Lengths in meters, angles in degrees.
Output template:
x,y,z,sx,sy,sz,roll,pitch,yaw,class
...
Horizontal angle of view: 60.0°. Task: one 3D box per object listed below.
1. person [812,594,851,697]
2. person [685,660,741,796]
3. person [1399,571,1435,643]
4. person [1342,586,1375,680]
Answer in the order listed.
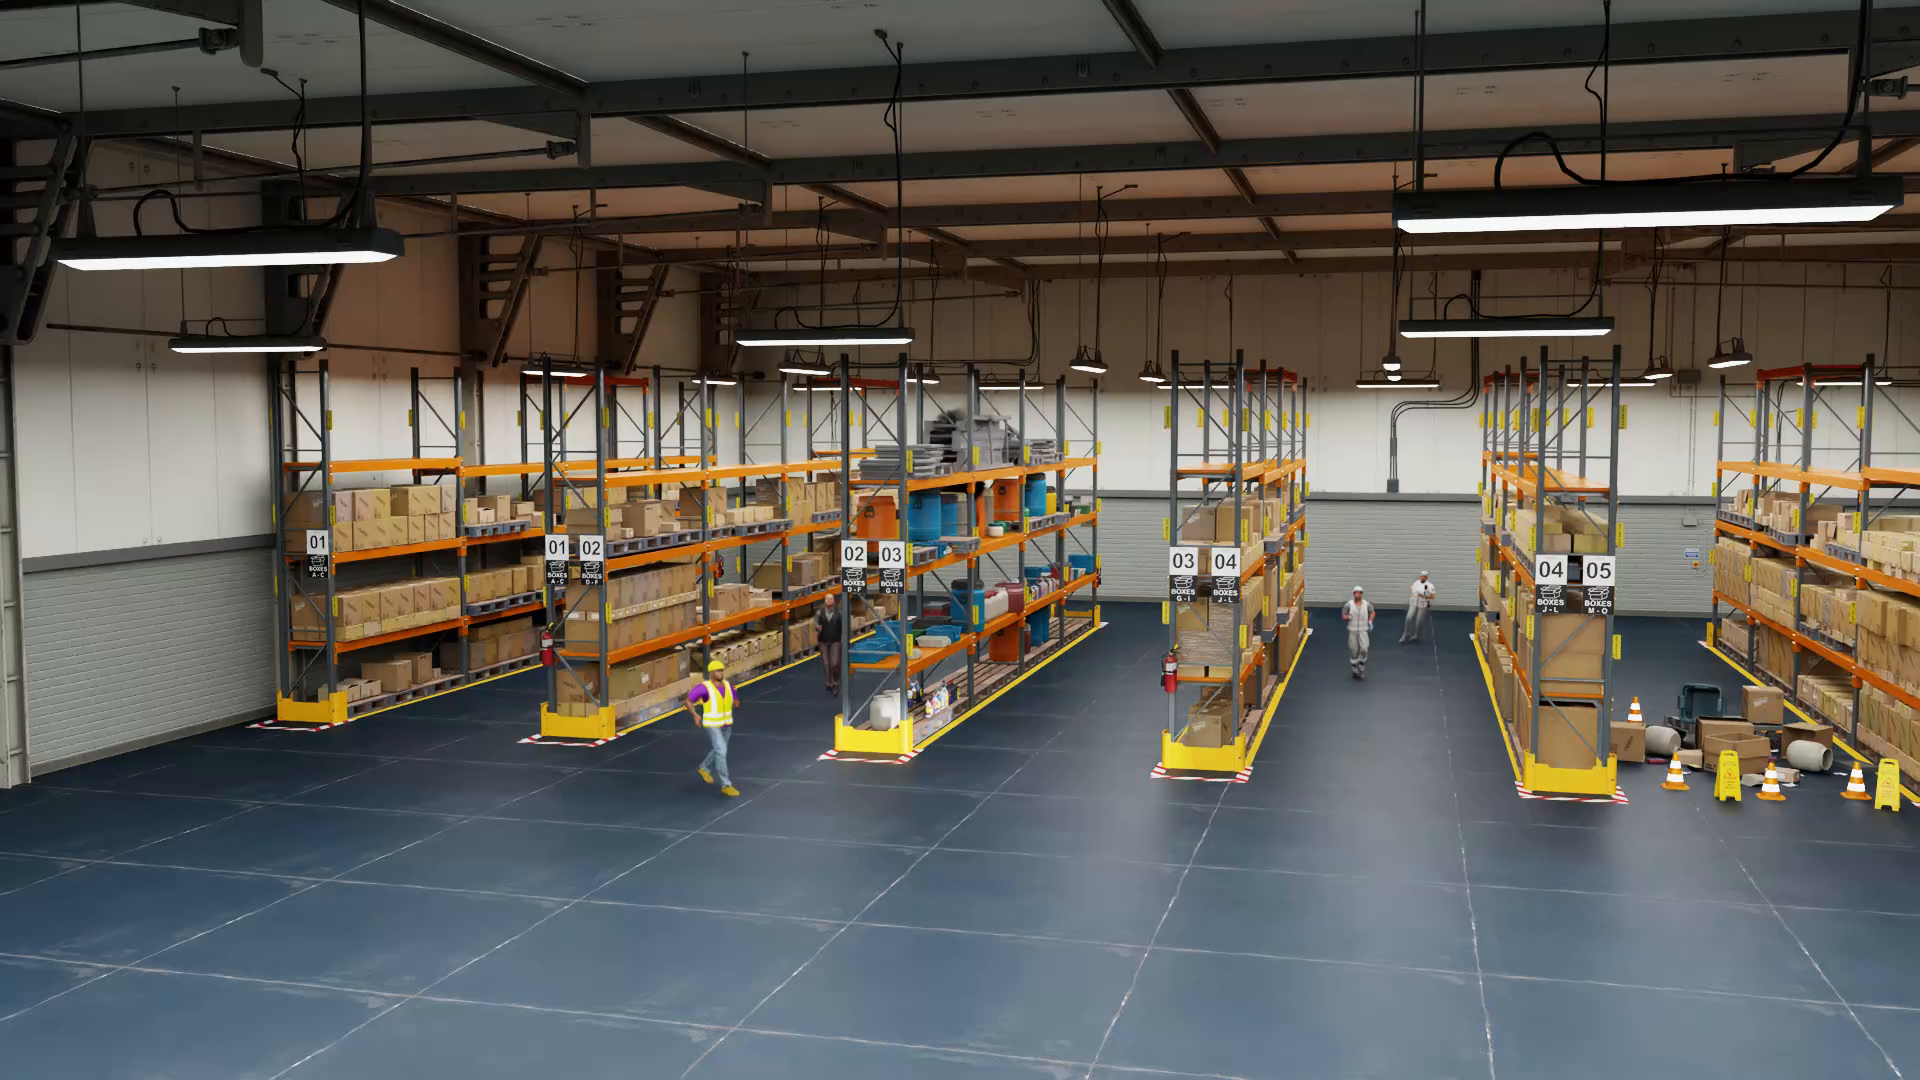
x,y,z,sx,sy,sz,roll,pitch,yaw,class
-2.238,1.822,28.705,0.642,1.783,0.651,0,4,4,person
-3.245,2.488,22.298,0.982,1.757,0.700,4,5,41,person
10.347,1.495,37.459,0.722,1.635,0.726,2,5,31,person
7.714,1.800,32.194,0.635,1.809,0.681,1,4,11,person
